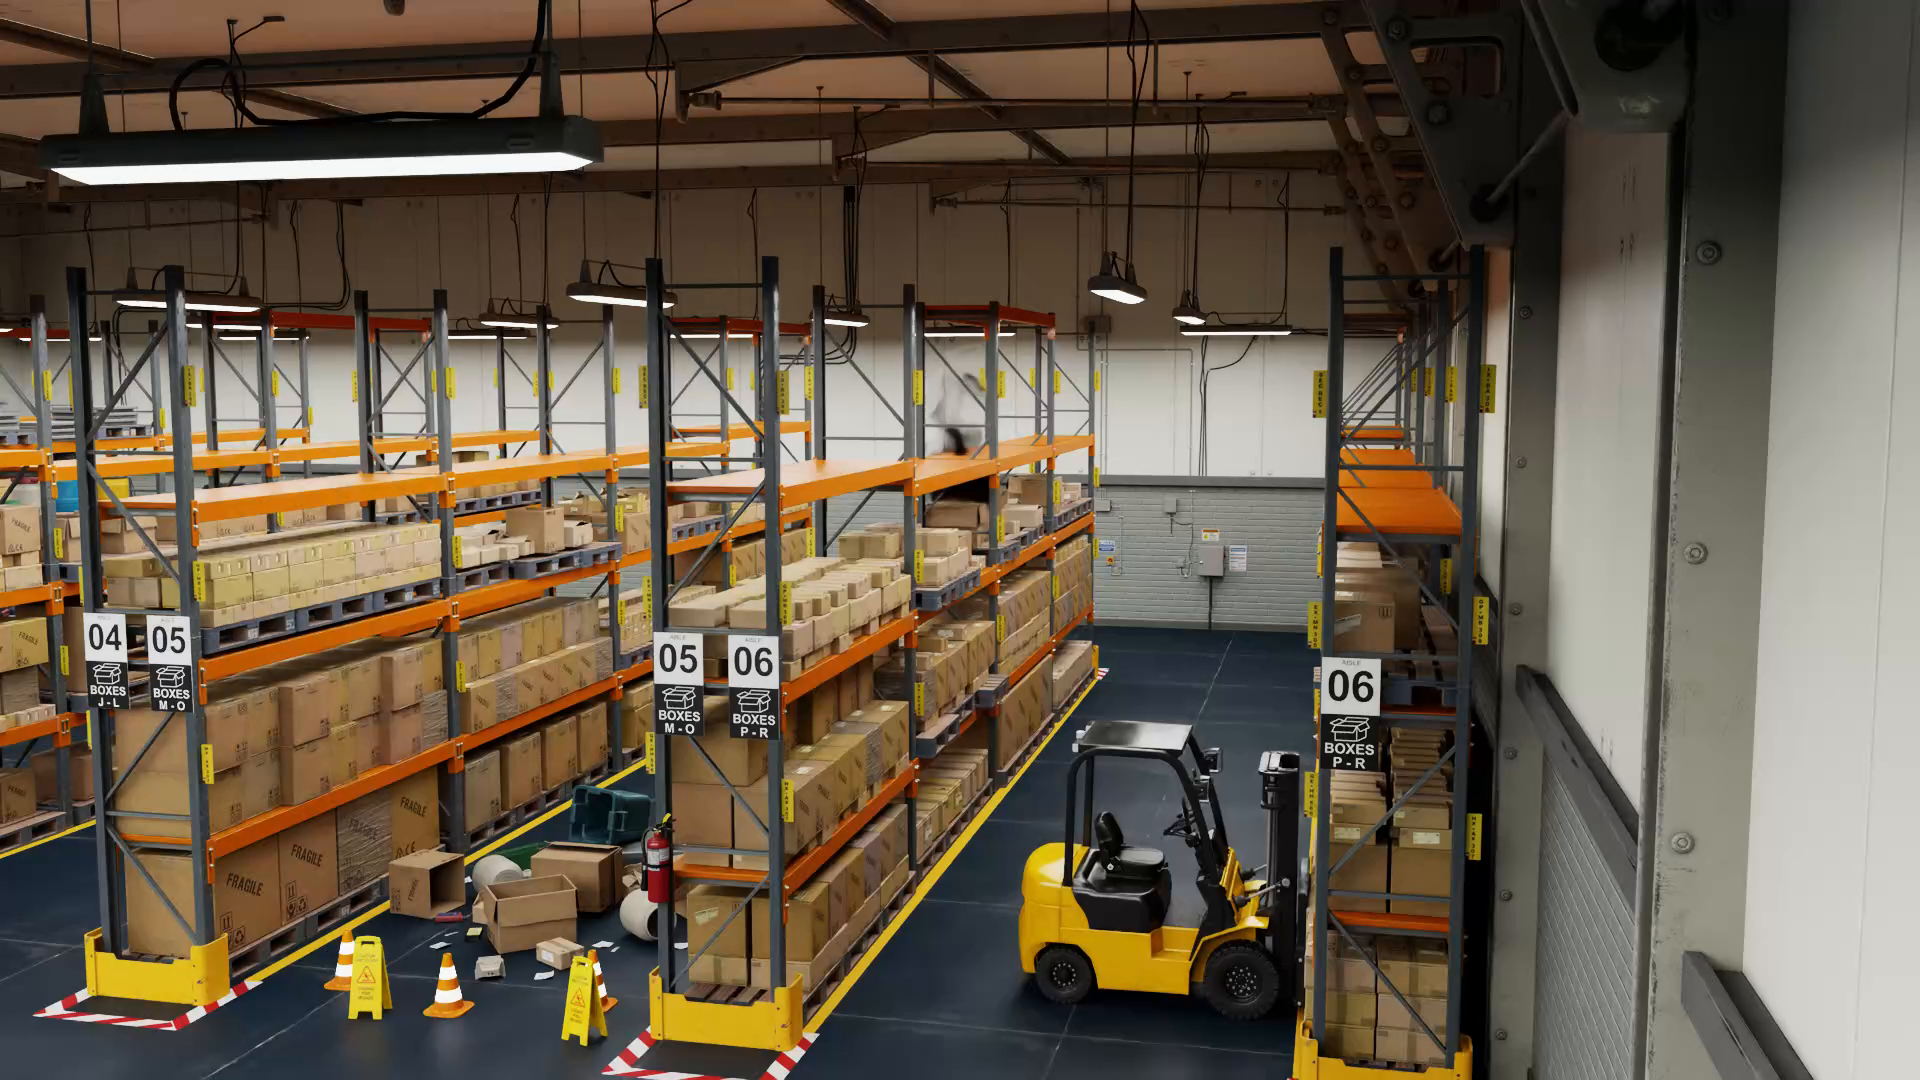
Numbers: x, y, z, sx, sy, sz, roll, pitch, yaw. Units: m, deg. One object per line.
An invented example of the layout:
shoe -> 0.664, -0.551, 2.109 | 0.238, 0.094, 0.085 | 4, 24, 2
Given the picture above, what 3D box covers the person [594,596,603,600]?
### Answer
person -> -5.674, 1.694, 26.213 | 0.581, 1.637, 0.785 | 1, 6, 12
